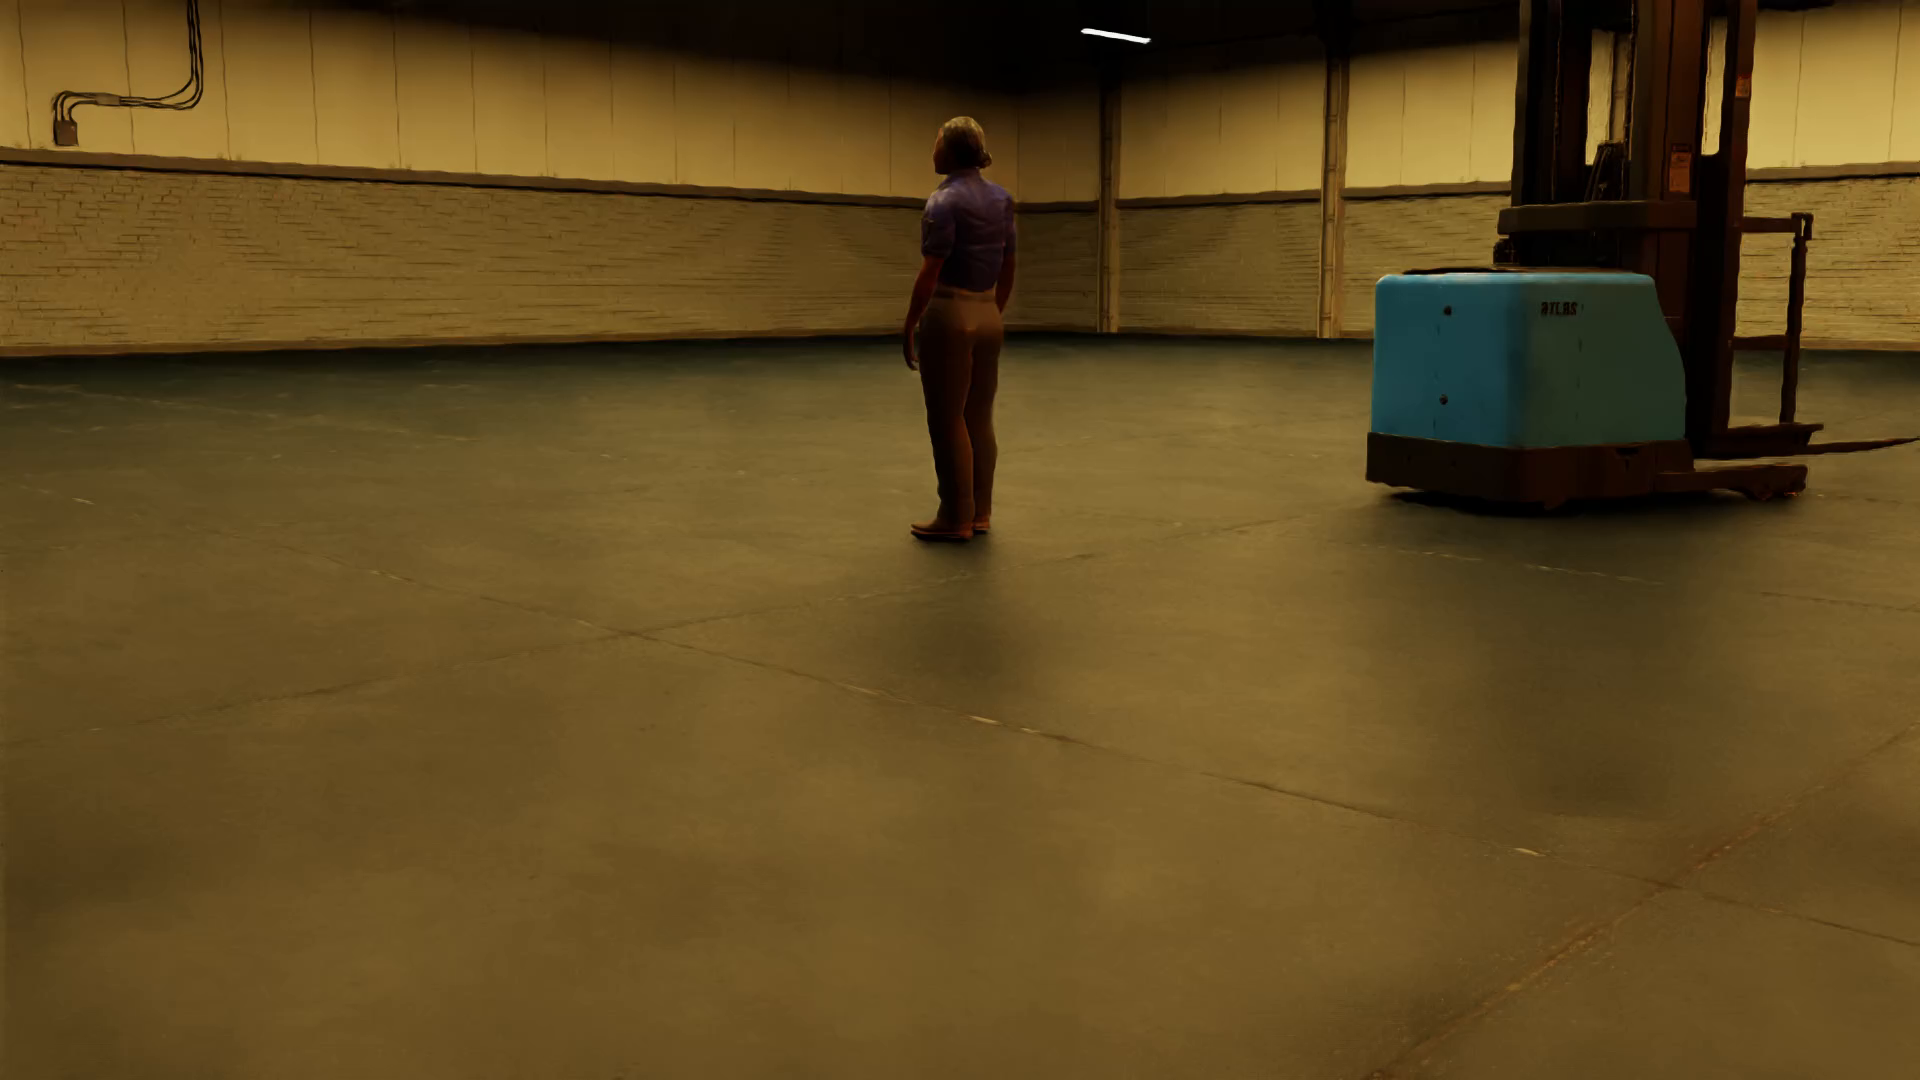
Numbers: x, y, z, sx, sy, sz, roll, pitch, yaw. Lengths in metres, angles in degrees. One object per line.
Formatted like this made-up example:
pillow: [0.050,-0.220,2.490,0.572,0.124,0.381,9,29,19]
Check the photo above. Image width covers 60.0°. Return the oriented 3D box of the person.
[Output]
person: [-0.050,-0.836,6.667,0.503,1.654,0.570,8,12,43]

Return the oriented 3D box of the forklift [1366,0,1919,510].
forklift: [3.556,-1.709,8.225,3.031,2.935,1.130,-4,10,-26]
